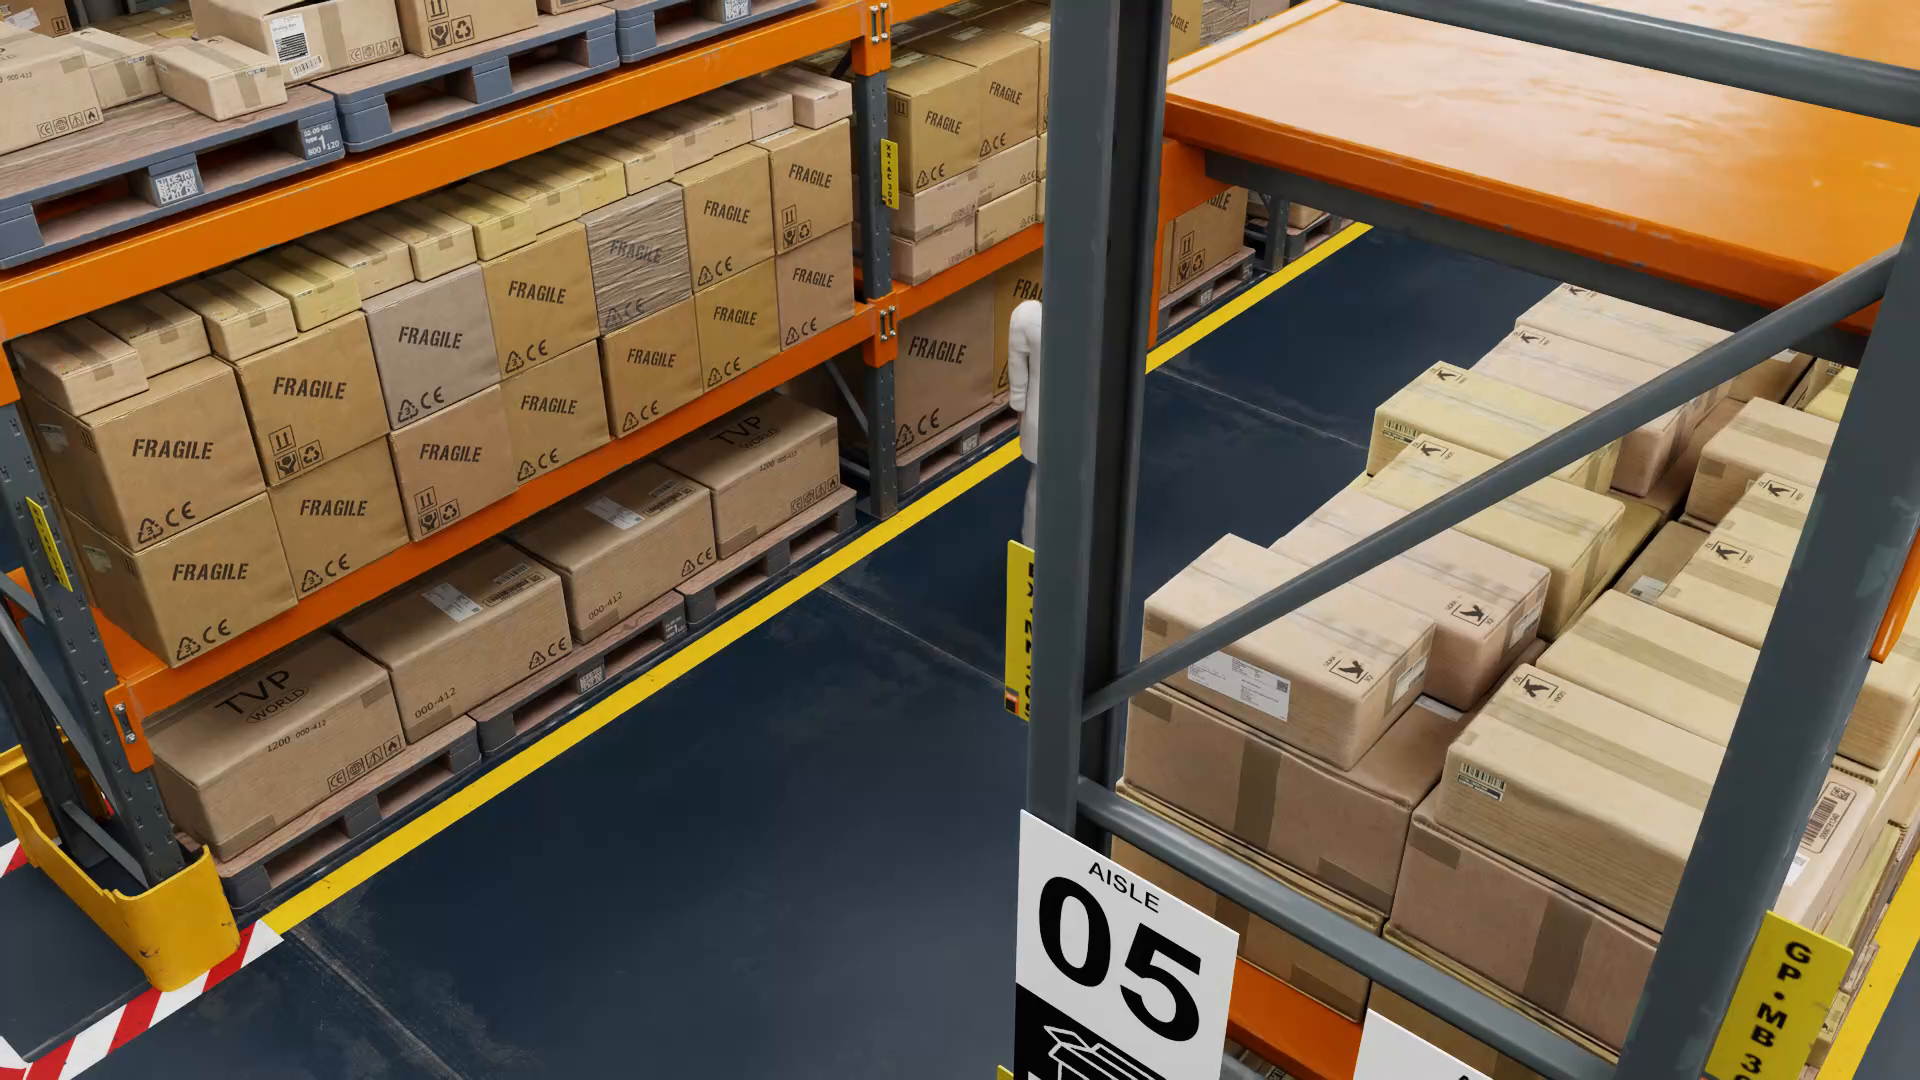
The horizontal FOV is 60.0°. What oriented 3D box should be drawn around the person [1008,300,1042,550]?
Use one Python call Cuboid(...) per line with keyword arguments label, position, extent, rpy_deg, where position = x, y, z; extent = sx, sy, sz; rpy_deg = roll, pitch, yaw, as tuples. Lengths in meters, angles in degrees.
Cuboid(label="person", position=(0.502, -0.591, 8.132), extent=(0.562, 1.786, 0.410), rpy_deg=(16, 38, 22))
